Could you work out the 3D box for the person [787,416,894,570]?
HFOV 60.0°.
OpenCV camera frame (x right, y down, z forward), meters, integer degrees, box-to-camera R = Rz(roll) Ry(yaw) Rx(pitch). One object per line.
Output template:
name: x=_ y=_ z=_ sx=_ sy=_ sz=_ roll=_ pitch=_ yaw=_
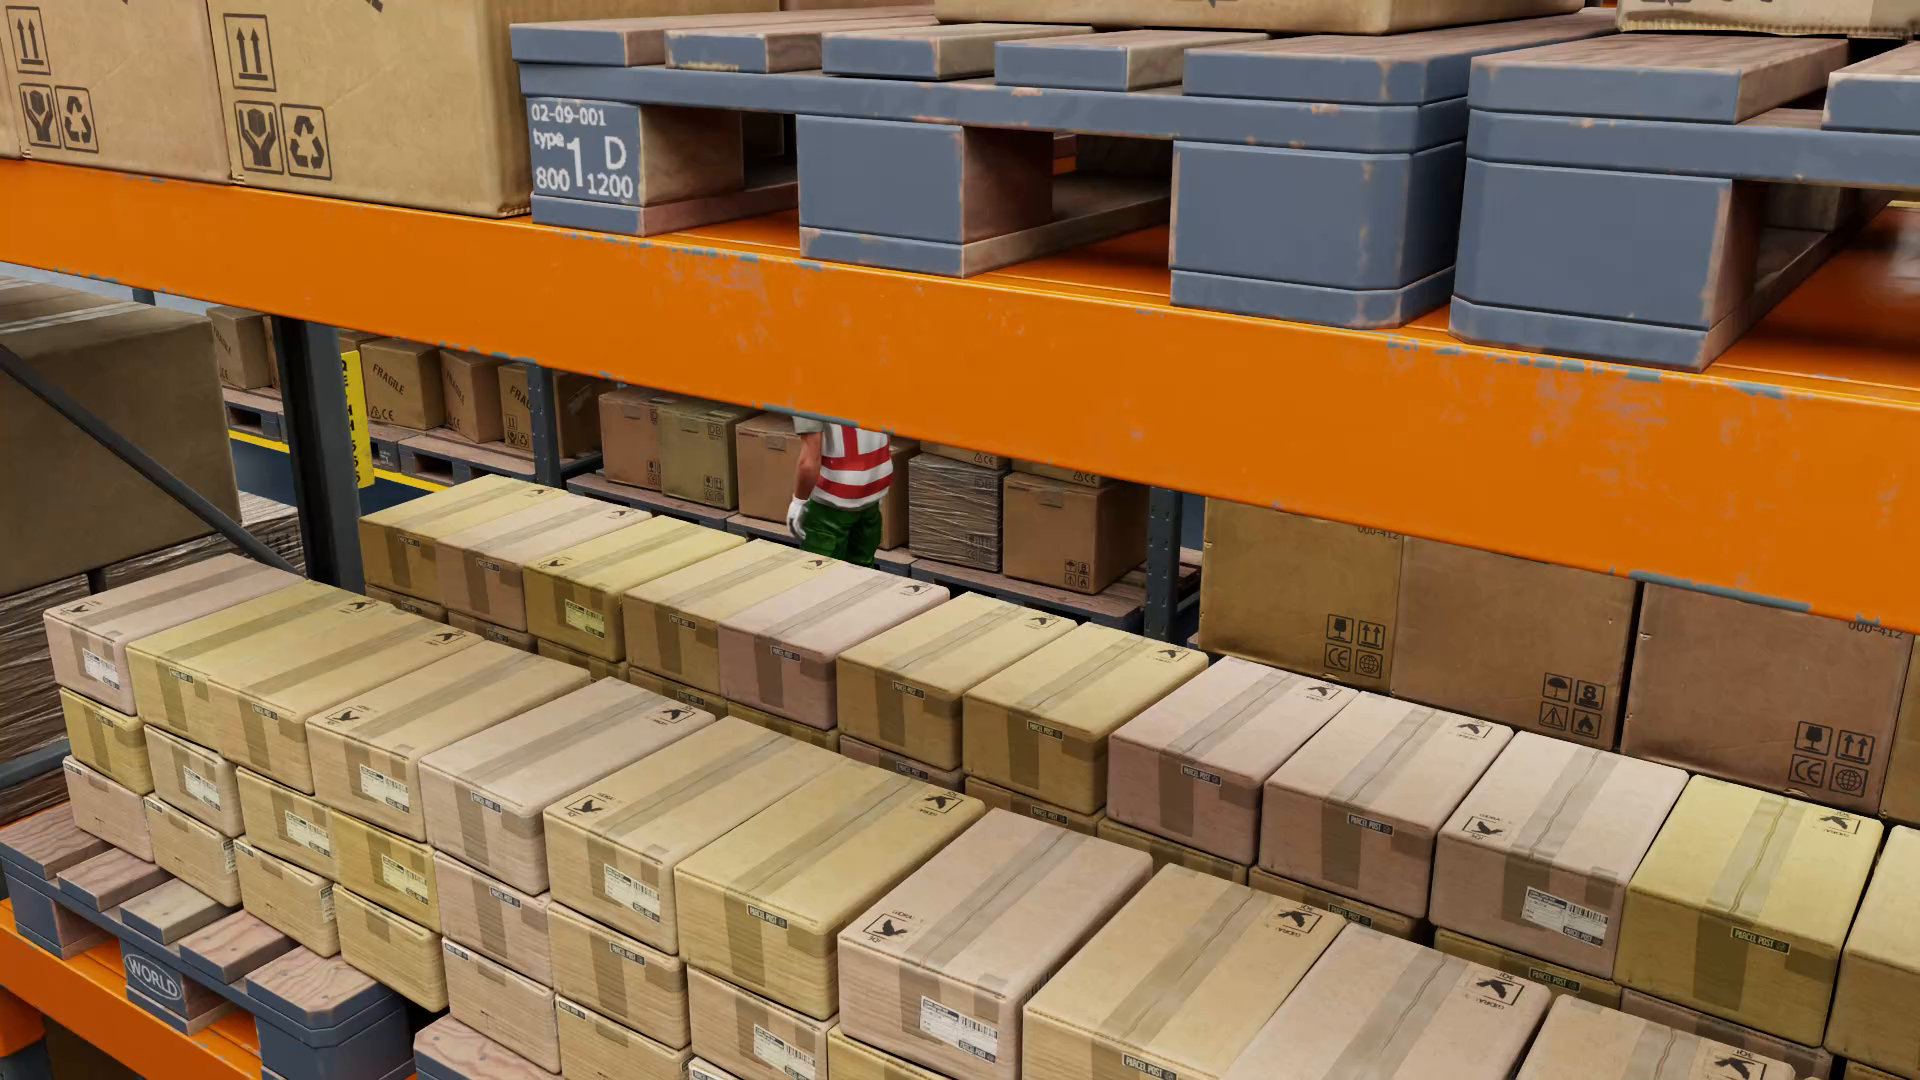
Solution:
person: x=-0.526 y=-0.207 z=7.132 sx=0.453 sy=1.778 sz=0.604 roll=13 pitch=23 yaw=32
